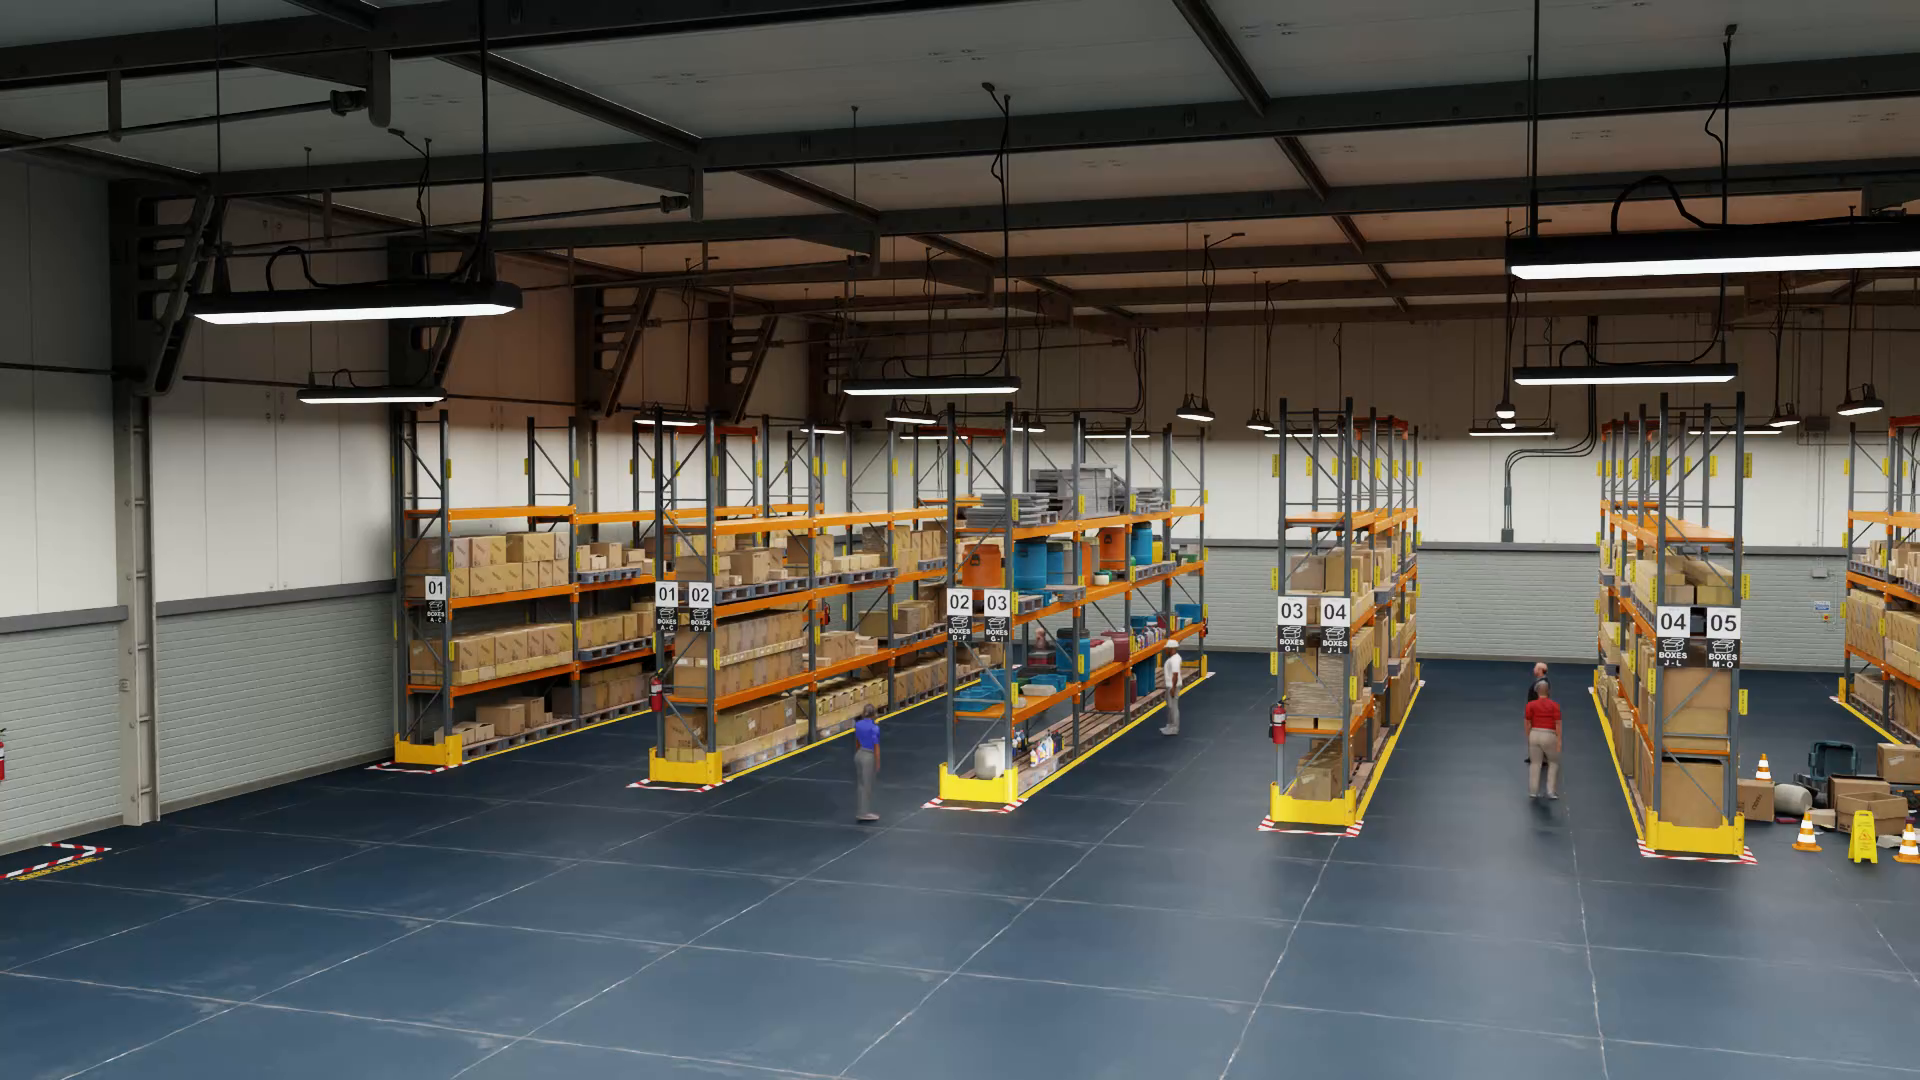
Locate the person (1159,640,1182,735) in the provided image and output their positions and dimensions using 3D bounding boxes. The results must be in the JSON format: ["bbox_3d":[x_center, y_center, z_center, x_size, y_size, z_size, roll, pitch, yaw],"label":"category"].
[{"bbox_3d":[3.977,2.763,31.377,0.431,1.768,0.633,0,2,3],"label":"person"}]

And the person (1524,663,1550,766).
[{"bbox_3d":[9.763,2.929,28.047,0.391,1.728,0.566,0,2,0],"label":"person"}]

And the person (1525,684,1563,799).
[{"bbox_3d":[8.877,3.090,25.276,0.504,1.813,0.589,-2,3,-43],"label":"person"}]

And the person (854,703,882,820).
[{"bbox_3d":[-1.312,3.160,23.683,0.332,1.654,0.474,-2,3,-36],"label":"person"}]

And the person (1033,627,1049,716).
[{"bbox_3d":[1.607,2.659,33.688,0.424,1.783,0.634,1,3,12],"label":"person"}]
